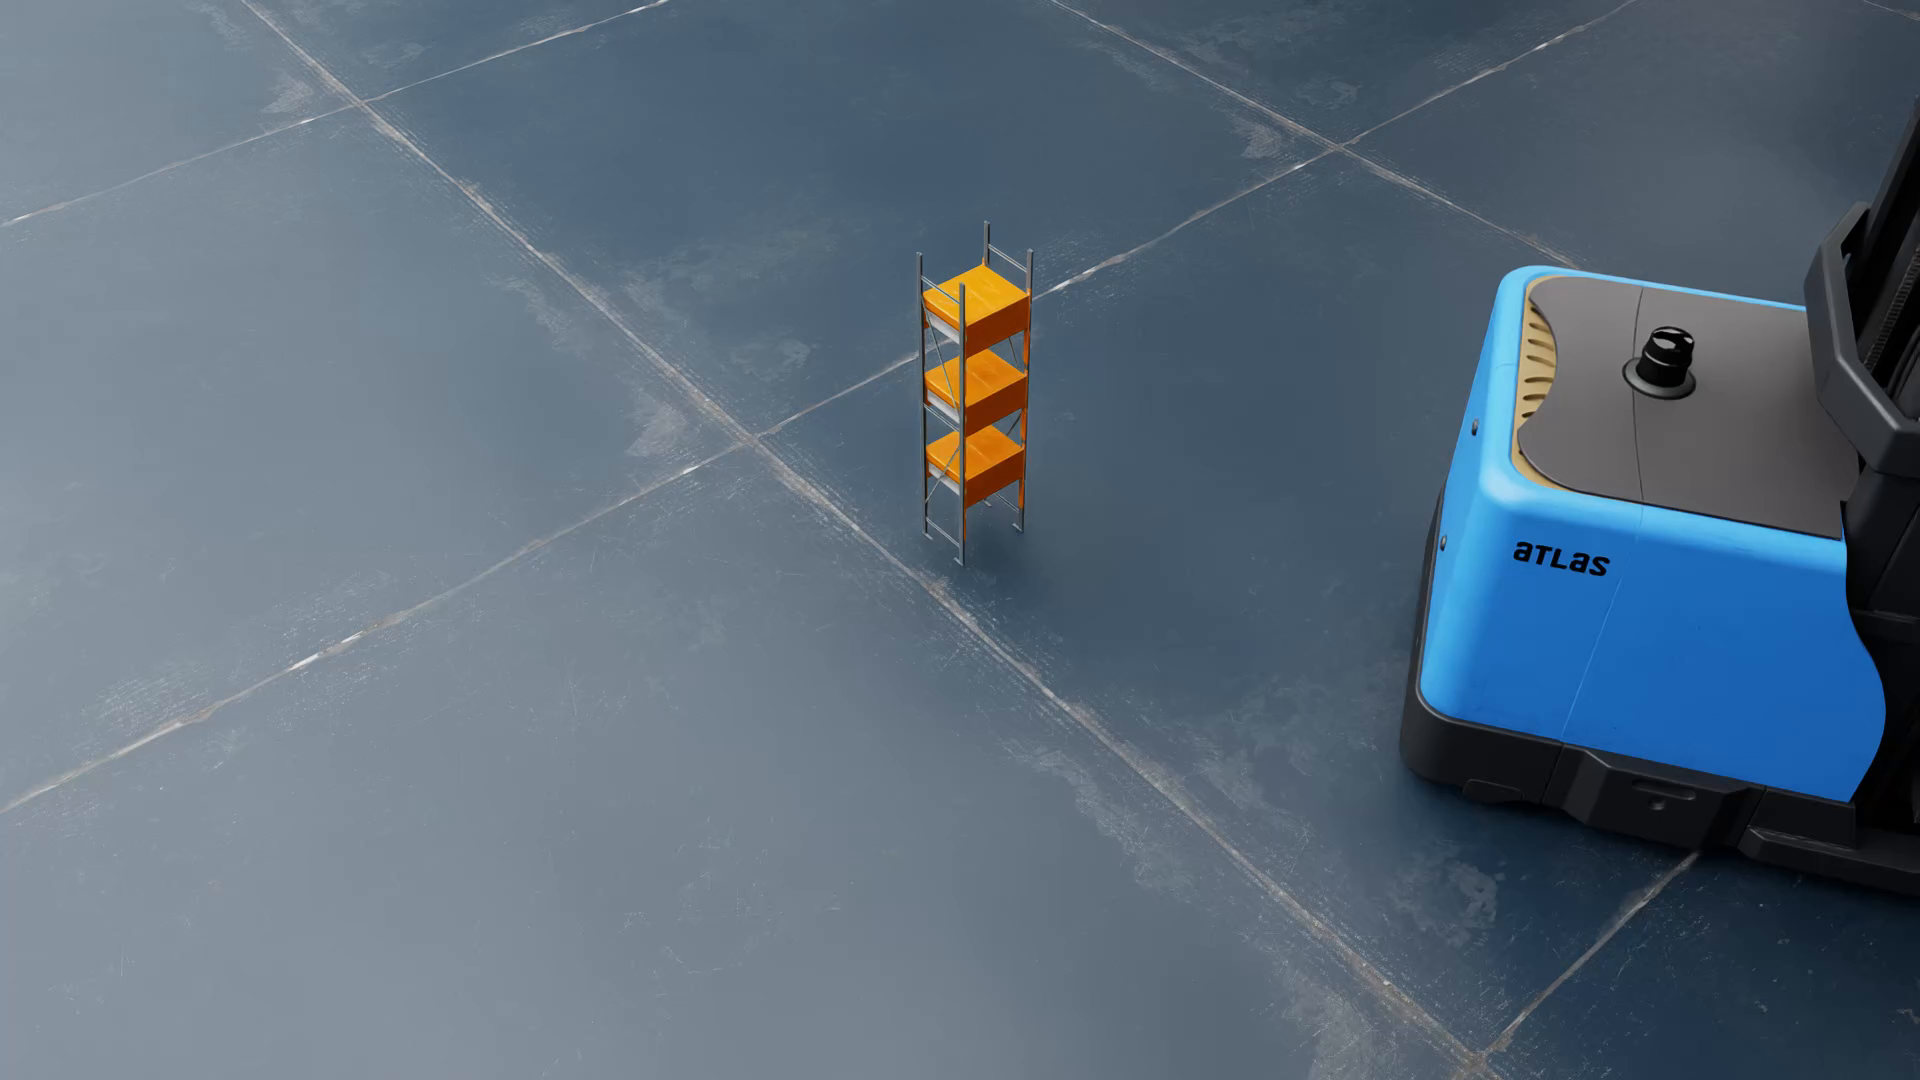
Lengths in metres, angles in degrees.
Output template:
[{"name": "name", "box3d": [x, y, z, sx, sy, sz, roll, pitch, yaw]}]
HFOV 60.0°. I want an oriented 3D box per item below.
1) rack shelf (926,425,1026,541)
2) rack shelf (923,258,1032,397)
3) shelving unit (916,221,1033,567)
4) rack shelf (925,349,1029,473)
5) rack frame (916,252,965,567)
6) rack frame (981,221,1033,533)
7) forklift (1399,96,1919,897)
[{"name": "rack shelf", "box3d": [0.041, -0.196, 5.113, 0.240, 0.259, 0.215, -30, 51, -28]}, {"name": "rack shelf", "box3d": [0.041, -0.605, 4.729, 0.240, 0.259, 0.215, -30, 51, -28]}, {"name": "shelving unit", "box3d": [0.041, -0.406, 4.916, 0.252, 1.050, 0.215, -30, 51, -28]}, {"name": "rack shelf", "box3d": [0.041, -0.398, 4.923, 0.240, 0.259, 0.215, -30, 51, -28]}, {"name": "rack frame", "box3d": [-0.053, -0.353, 4.859, 0.008, 1.050, 0.200, -30, 51, -28]}, {"name": "rack frame", "box3d": [0.135, -0.460, 4.973, 0.008, 1.050, 0.200, -30, 51, -28]}, {"name": "forklift", "box3d": [2.773, -0.438, 3.576, 3.031, 2.935, 1.130, 12, 44, 12]}]
